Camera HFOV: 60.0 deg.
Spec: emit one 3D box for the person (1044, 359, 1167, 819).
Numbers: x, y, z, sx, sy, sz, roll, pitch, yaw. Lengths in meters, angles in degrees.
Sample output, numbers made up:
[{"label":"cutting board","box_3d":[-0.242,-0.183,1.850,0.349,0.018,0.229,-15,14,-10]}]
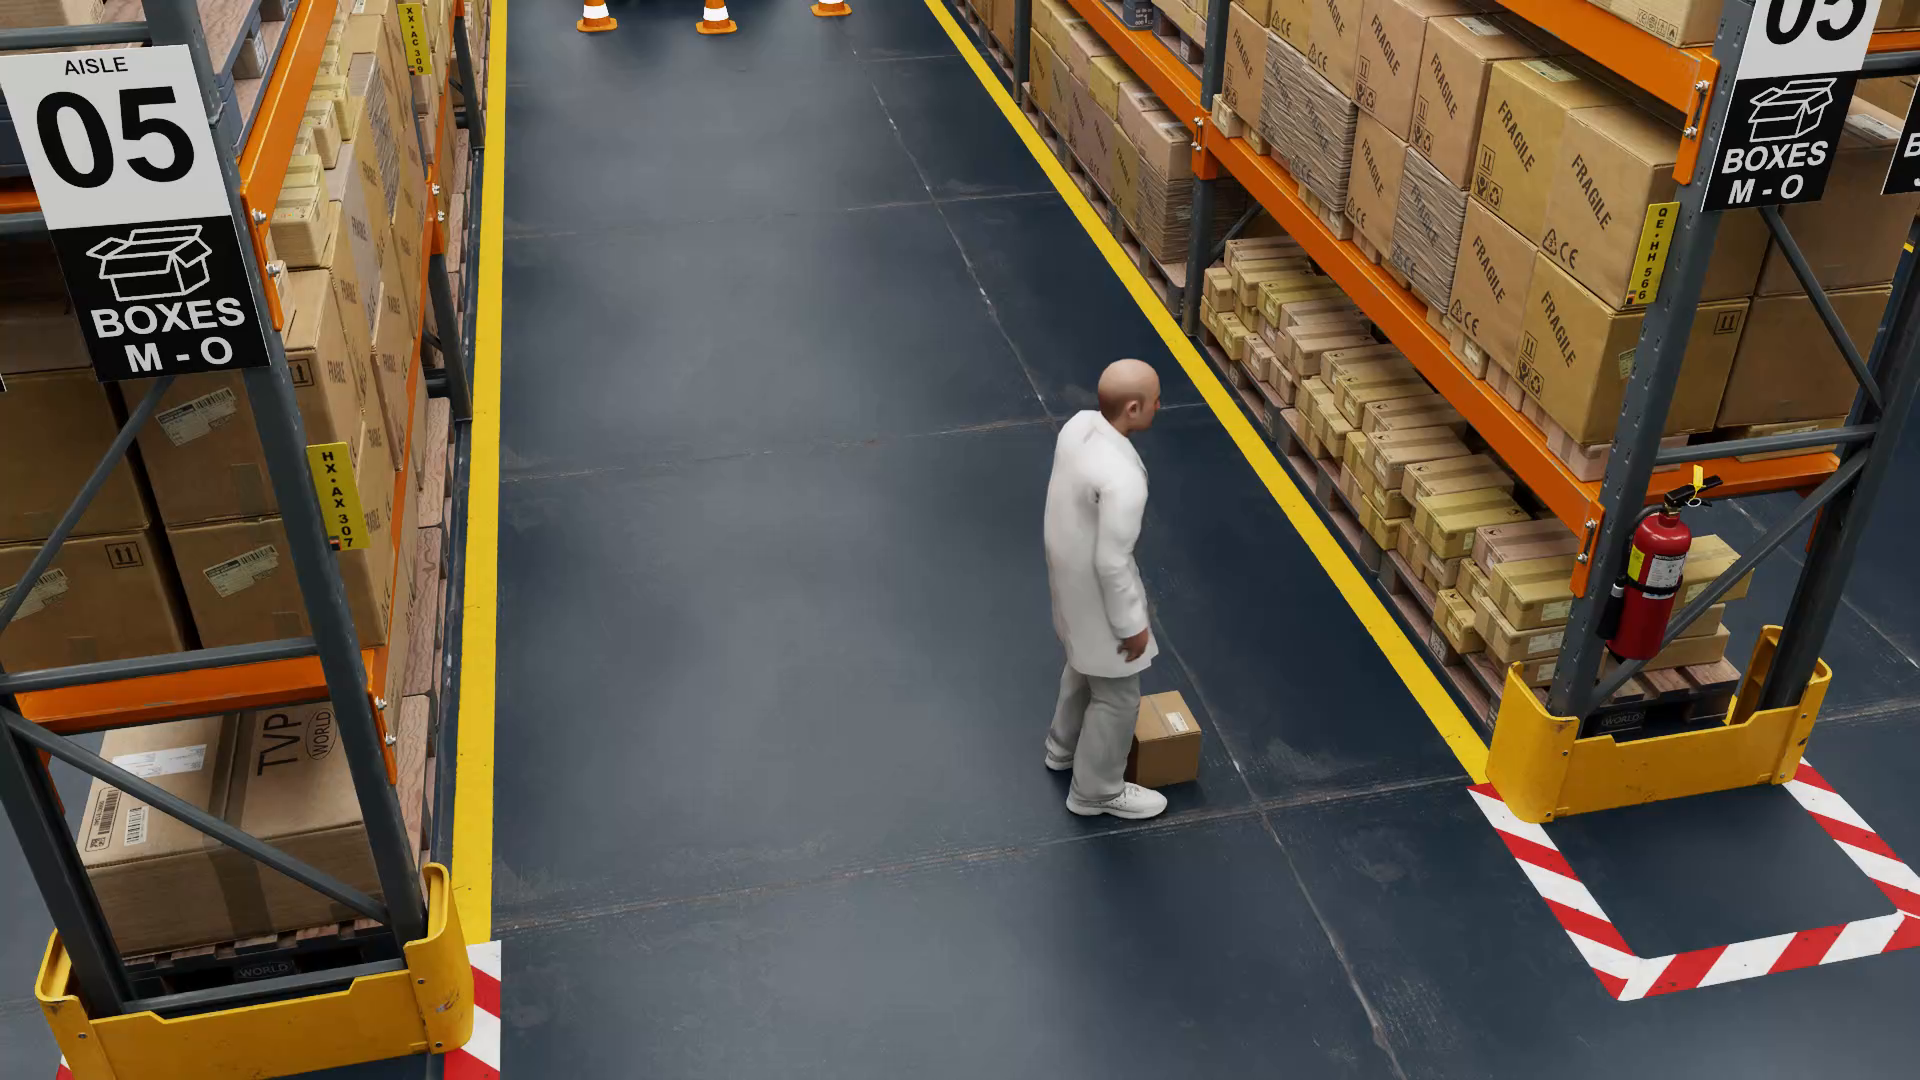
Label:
[{"label":"person","box_3d":[4.839,-3.919,11.987,12.011,1.774,13.121,-7,35,-10]}]
